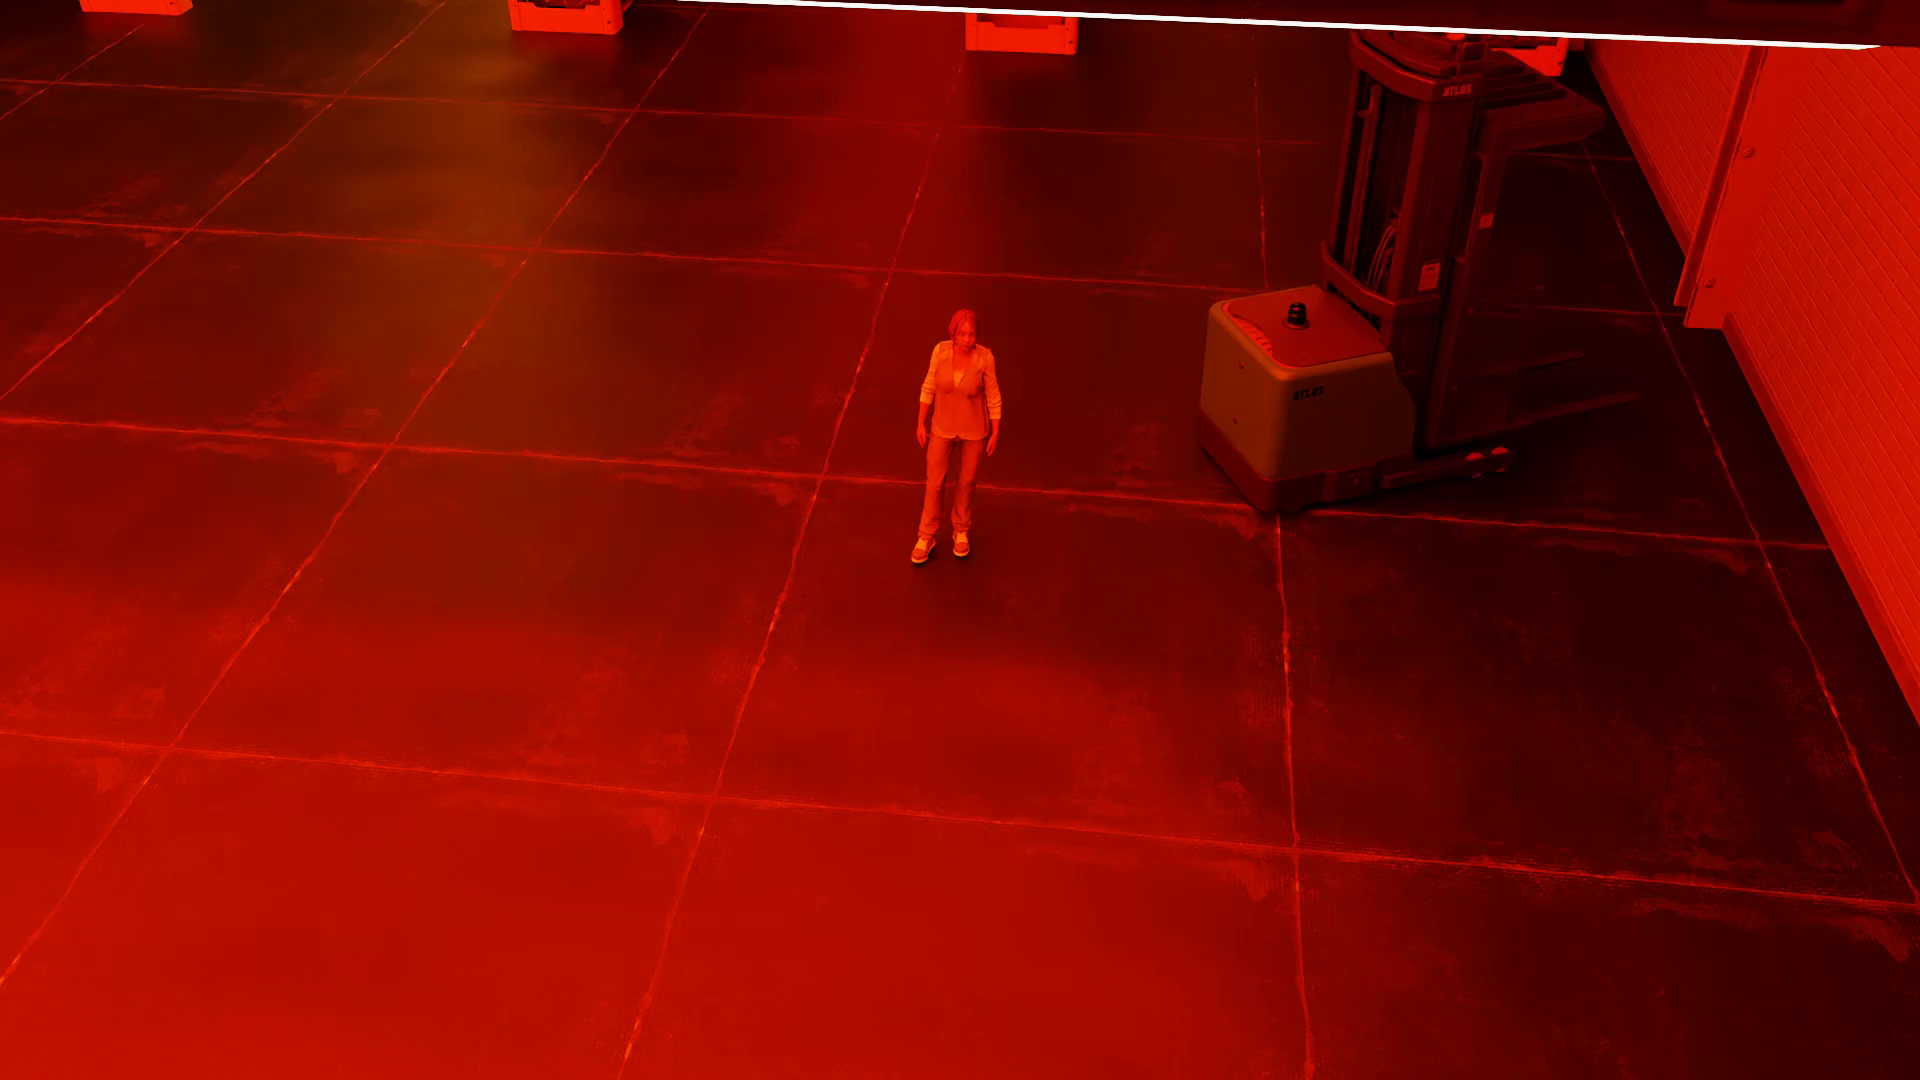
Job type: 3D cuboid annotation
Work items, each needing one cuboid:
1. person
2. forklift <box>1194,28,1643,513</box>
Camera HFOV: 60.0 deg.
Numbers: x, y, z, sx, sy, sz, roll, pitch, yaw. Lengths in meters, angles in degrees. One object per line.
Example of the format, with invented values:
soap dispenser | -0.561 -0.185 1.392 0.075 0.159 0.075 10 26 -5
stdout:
person | -0.023 -0.605 9.964 0.521 1.599 0.473 4 37 6
forklift | 3.173 -1.879 10.579 3.031 2.935 1.130 -12 38 -16
